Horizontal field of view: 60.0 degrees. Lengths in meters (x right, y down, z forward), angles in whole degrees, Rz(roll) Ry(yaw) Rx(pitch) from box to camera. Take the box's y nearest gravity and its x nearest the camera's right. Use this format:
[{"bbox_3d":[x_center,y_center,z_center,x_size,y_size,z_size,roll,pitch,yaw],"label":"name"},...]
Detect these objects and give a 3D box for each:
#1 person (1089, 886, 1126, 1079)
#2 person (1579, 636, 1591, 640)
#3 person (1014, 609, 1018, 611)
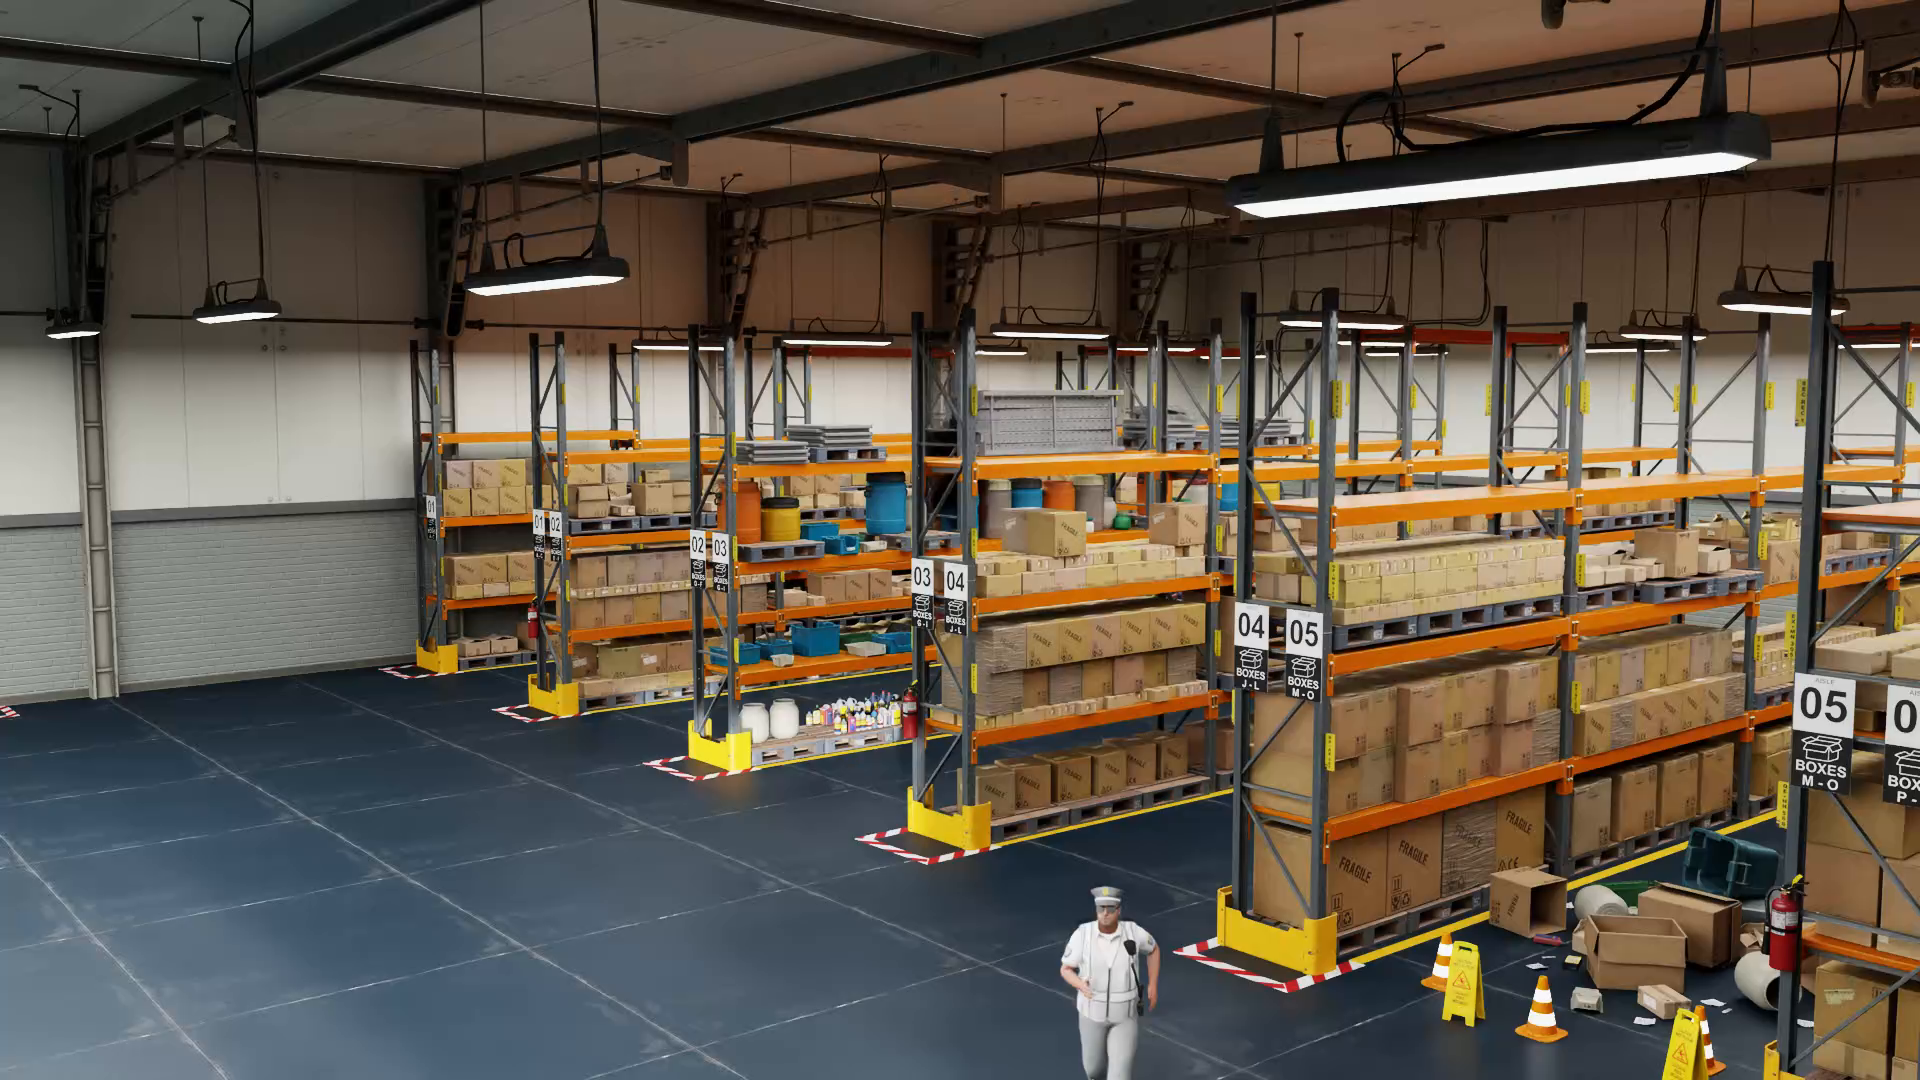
[{"bbox_3d":[1.006,3.214,11.353,0.297,1.743,1.074,1,5,8],"label":"person"},{"bbox_3d":[8.806,2.163,23.409,0.593,1.664,0.457,5,7,44],"label":"person"},{"bbox_3d":[1.036,1.317,29.313,0.681,1.818,0.946,4,7,37],"label":"person"}]
